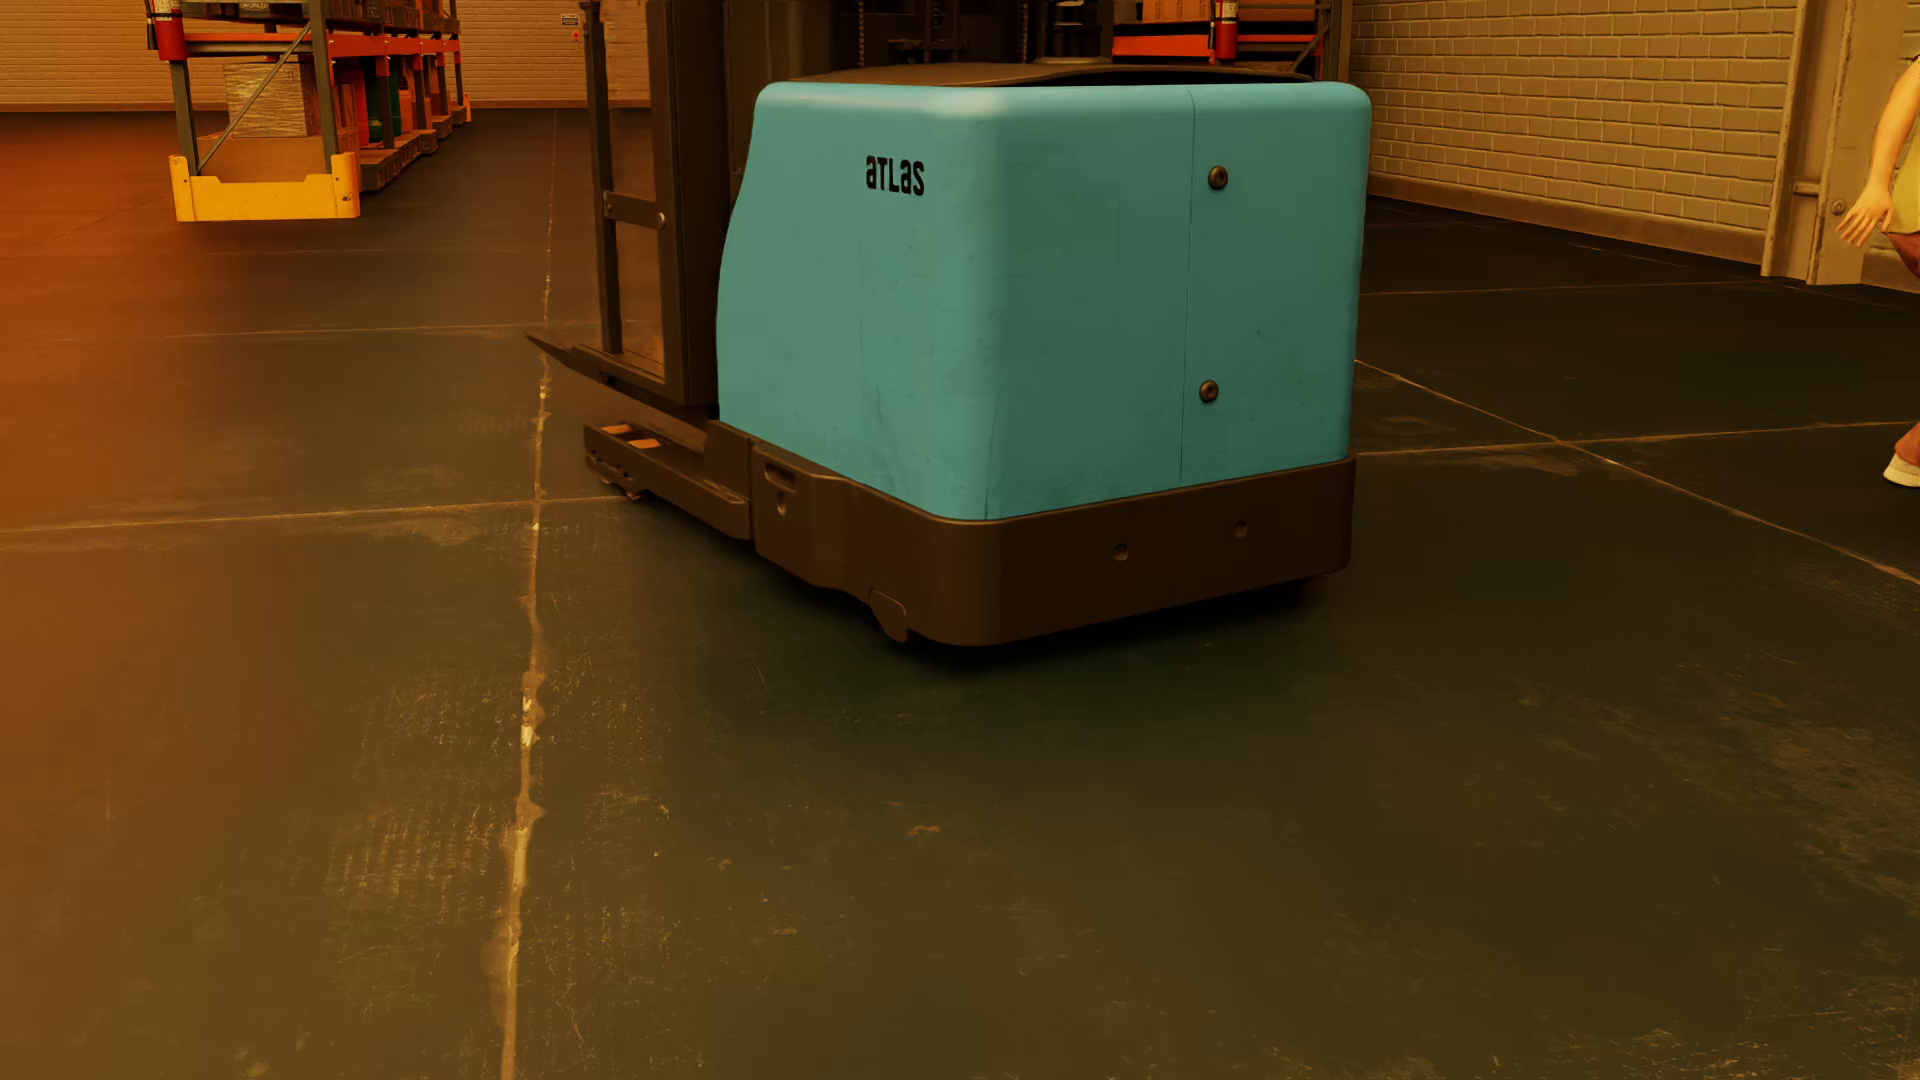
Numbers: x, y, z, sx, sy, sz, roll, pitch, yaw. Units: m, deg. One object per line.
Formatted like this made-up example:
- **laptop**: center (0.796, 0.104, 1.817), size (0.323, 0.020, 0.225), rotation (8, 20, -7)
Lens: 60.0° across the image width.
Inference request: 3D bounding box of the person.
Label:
- **person**: center (2.602, -0.757, 4.053), size (0.691, 1.463, 0.674), rotation (-16, 23, -43)

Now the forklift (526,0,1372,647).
- **forklift**: center (-0.365, -1.570, 4.153), size (1.130, 2.935, 3.031), rotation (-10, 19, -31)
